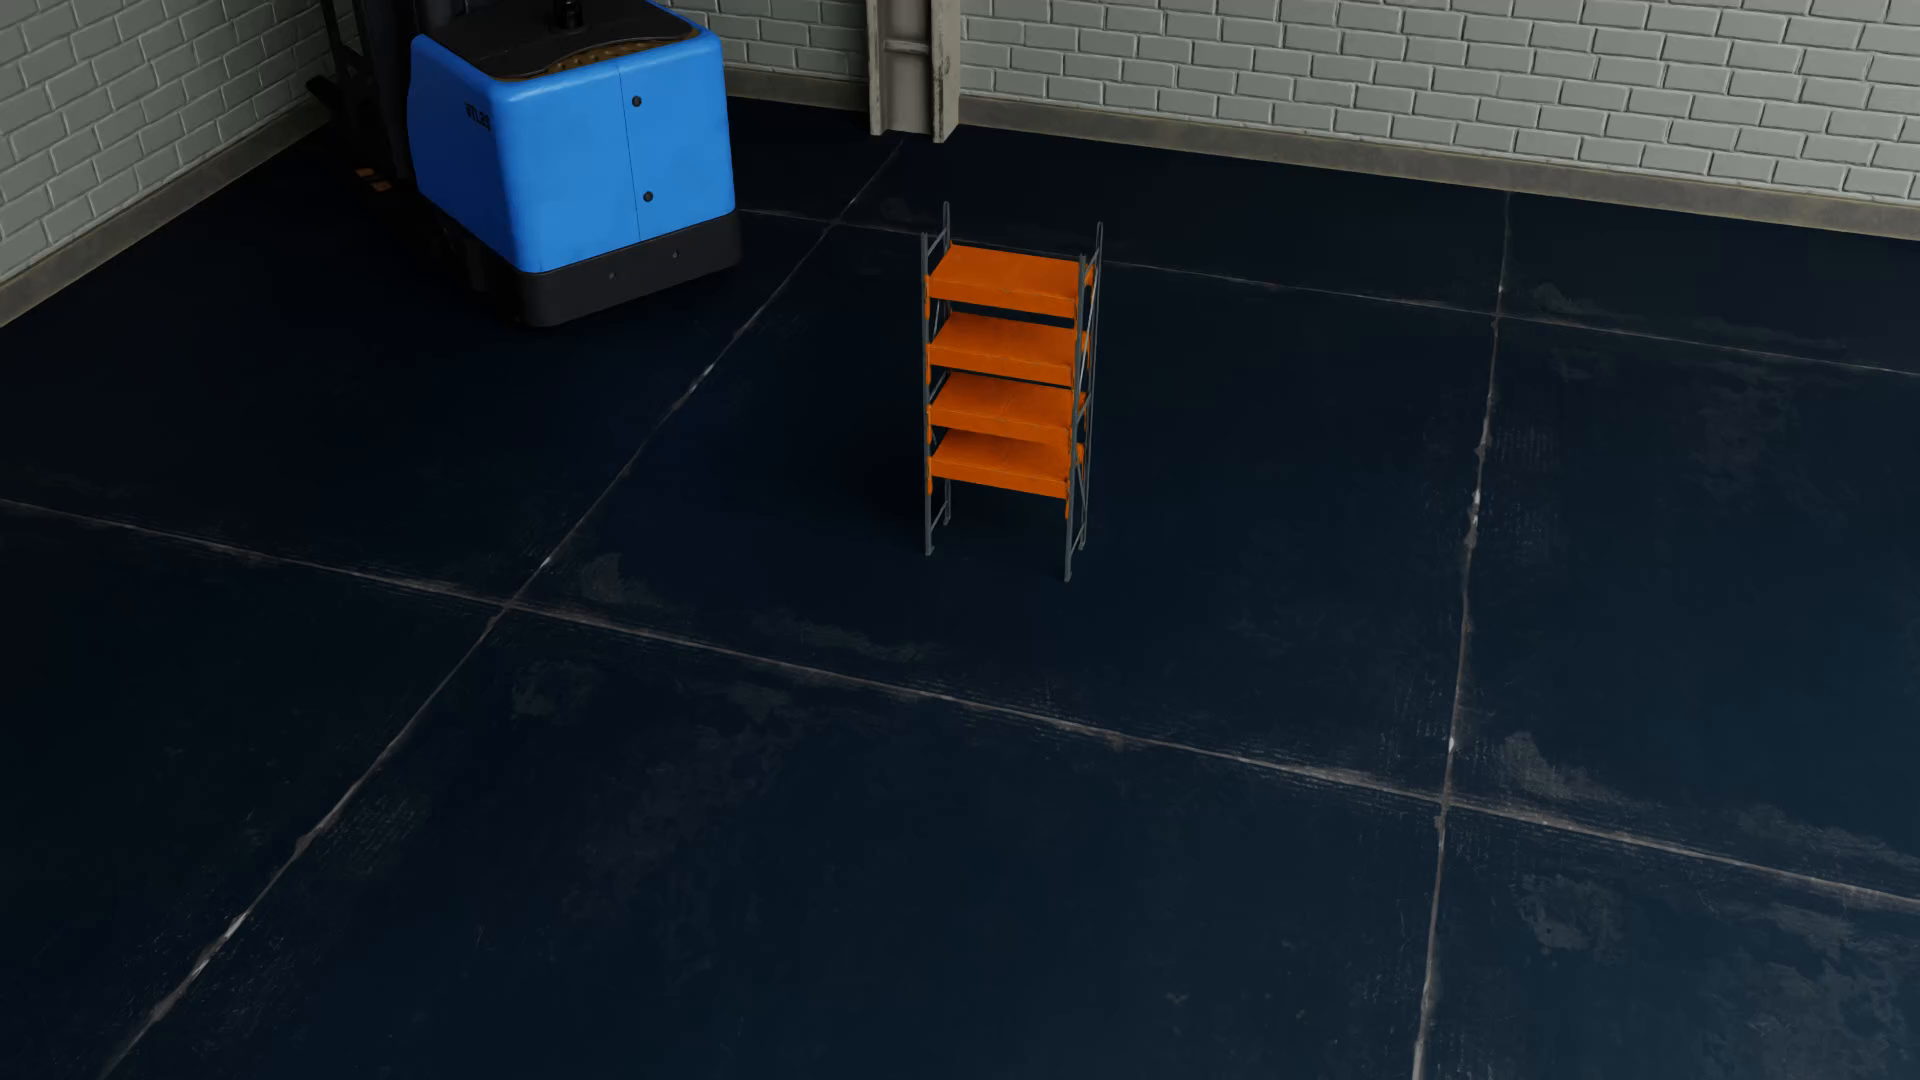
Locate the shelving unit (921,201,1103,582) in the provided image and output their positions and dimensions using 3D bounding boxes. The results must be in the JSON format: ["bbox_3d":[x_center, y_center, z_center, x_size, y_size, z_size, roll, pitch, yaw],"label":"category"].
[{"bbox_3d":[0.158,-0.454,5.355,0.503,1.200,0.258,10,38,14],"label":"shelving unit"}]

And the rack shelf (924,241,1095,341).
[{"bbox_3d":[0.158,-0.770,5.122,0.480,0.148,0.258,10,38,14],"label":"rack shelf"}]

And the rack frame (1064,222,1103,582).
[{"bbox_3d":[0.391,-0.411,5.296,0.015,1.200,0.240,10,38,14],"label":"rack frame"}]

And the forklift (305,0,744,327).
[{"bbox_3d":[-2.263,-2.863,7.168,1.130,2.935,3.031,-25,43,-30],"label":"forklift"}]

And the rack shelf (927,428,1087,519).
[{"bbox_3d":[0.158,-0.240,5.512,0.480,0.148,0.258,10,38,14],"label":"rack shelf"}]

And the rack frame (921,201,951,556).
[{"bbox_3d":[-0.075,-0.497,5.413,0.015,1.200,0.240,10,38,14],"label":"rack frame"}]

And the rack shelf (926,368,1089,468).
[{"bbox_3d":[0.158,-0.400,5.394,0.480,0.148,0.258,10,38,14],"label":"rack shelf"}]

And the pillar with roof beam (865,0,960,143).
[{"bbox_3d":[-1.517,-3.339,2.695,0.400,9.000,9.100,10,38,14],"label":"pillar with roof beam"}]

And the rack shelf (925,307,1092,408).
[{"bbox_3d":[0.158,-0.580,5.262,0.480,0.148,0.258,10,38,14],"label":"rack shelf"}]
